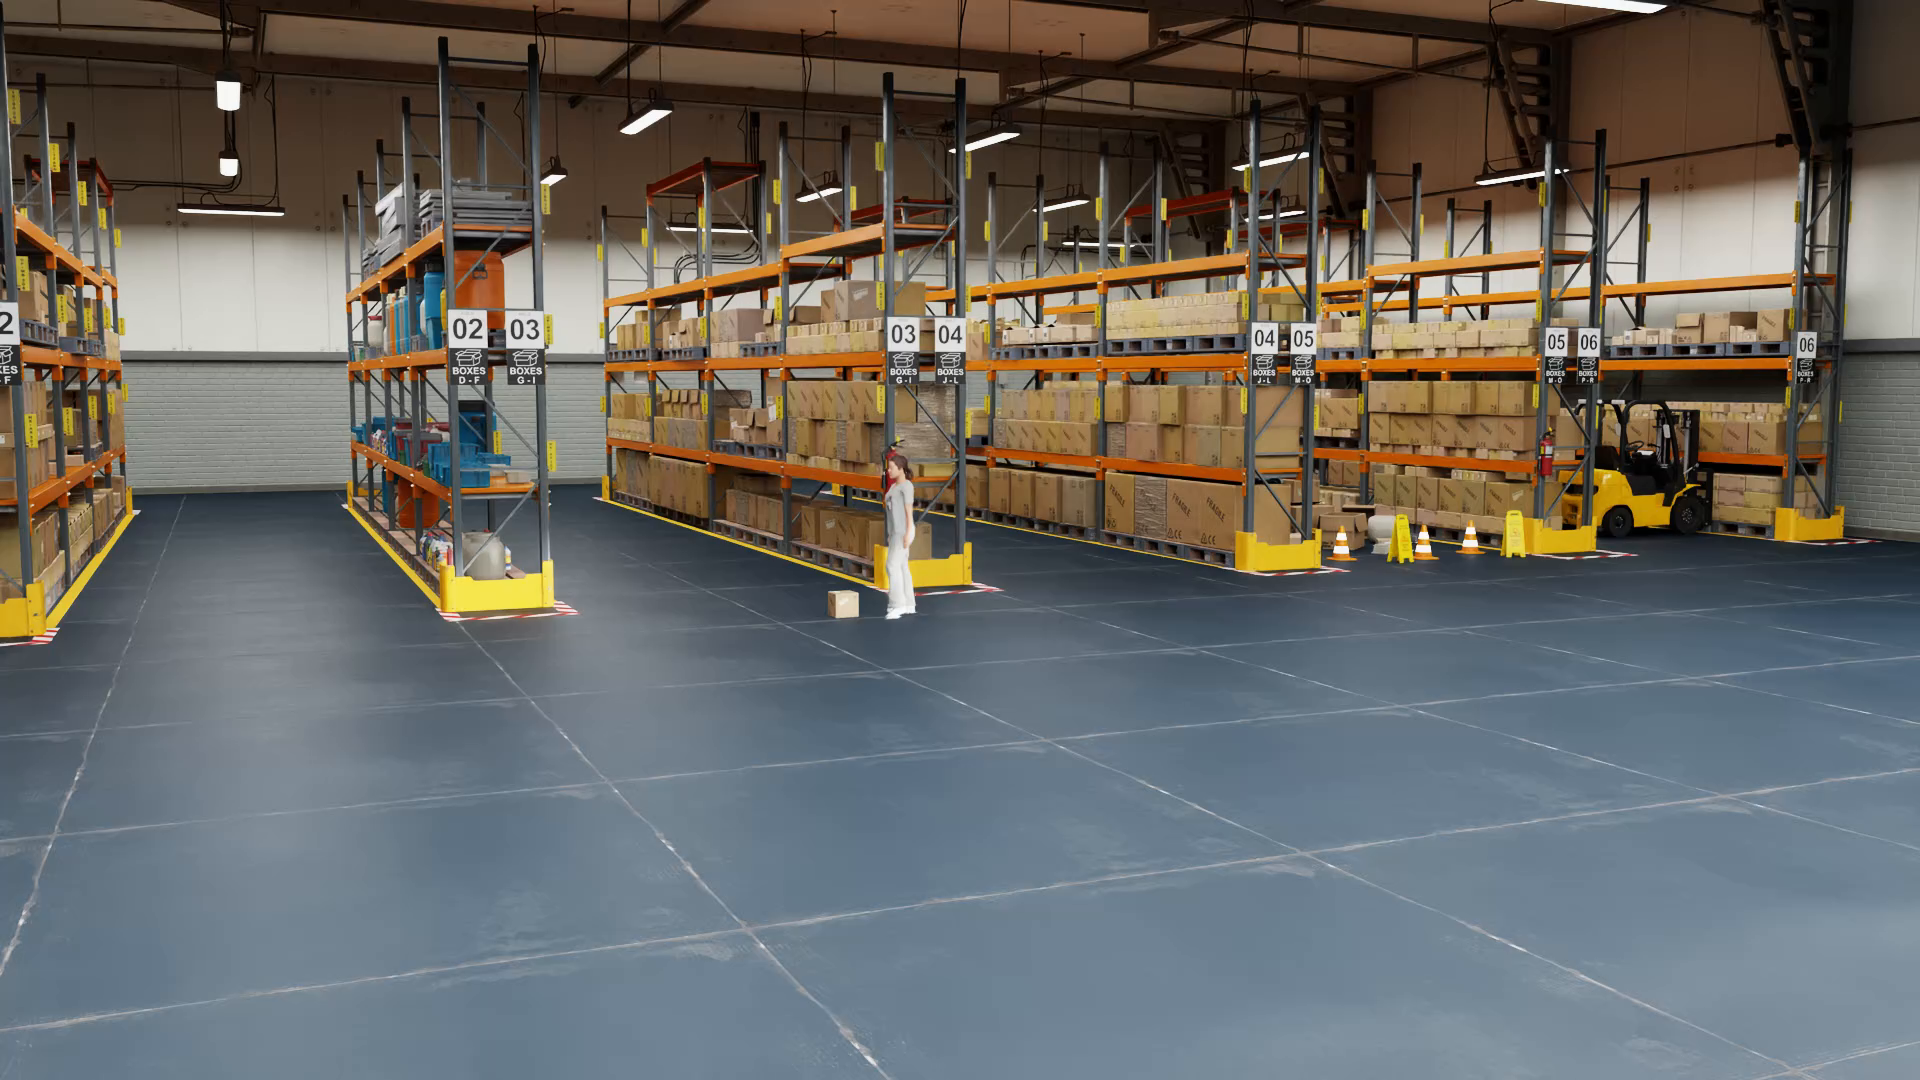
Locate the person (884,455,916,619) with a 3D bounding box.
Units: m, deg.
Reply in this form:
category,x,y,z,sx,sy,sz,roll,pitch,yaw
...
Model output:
category,x,y,z,sx,sy,sz,roll,pitch,yaw
person,-0.661,-0.031,17.424,0.432,1.714,0.457,-2,6,-22
